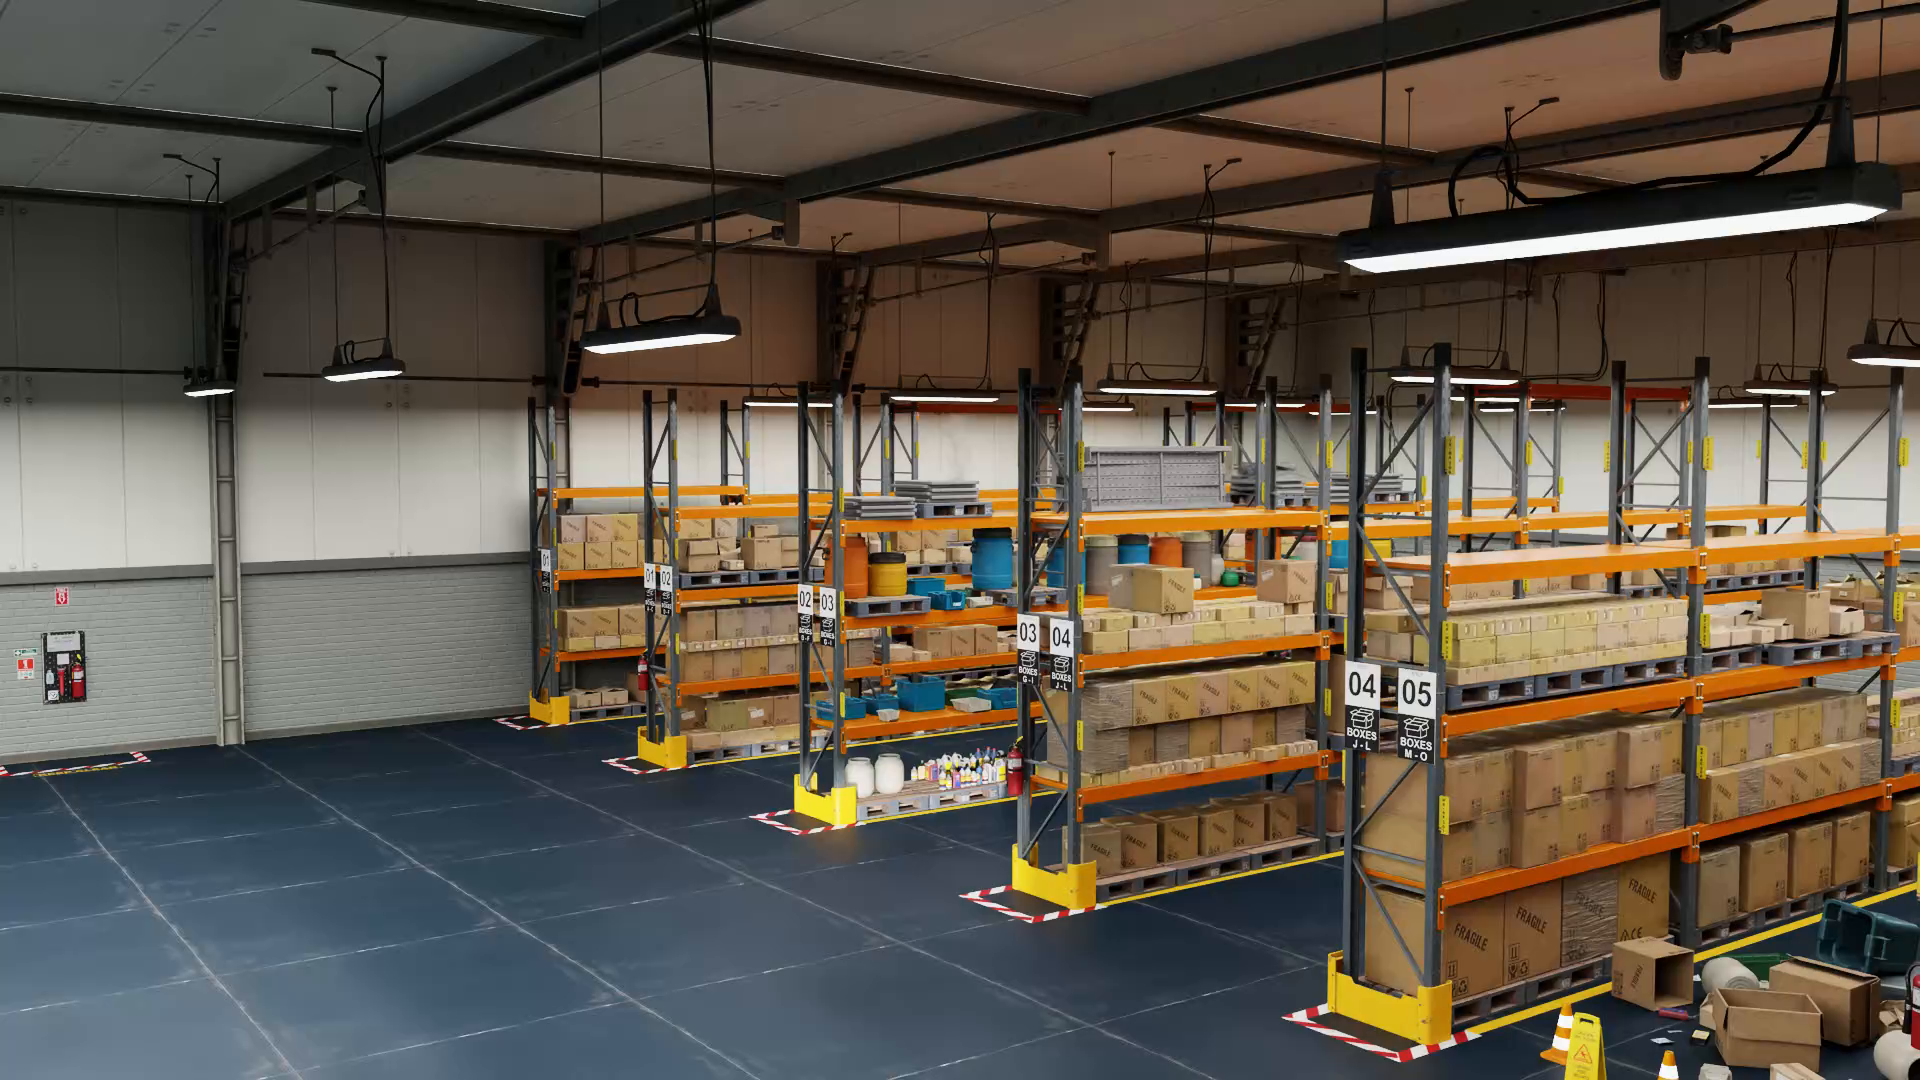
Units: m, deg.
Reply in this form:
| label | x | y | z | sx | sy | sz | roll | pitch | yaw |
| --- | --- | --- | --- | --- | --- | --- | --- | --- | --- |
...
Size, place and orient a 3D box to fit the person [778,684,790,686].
| label | x | y | z | sx | sy | sz | roll | pitch | yaw |
| --- | --- | --- | --- | --- | --- | --- | --- | --- | --- |
| person | -3.246 | 2.423 | 31.283 | 0.995 | 1.790 | 0.693 | -3 | 5 | -44 |
